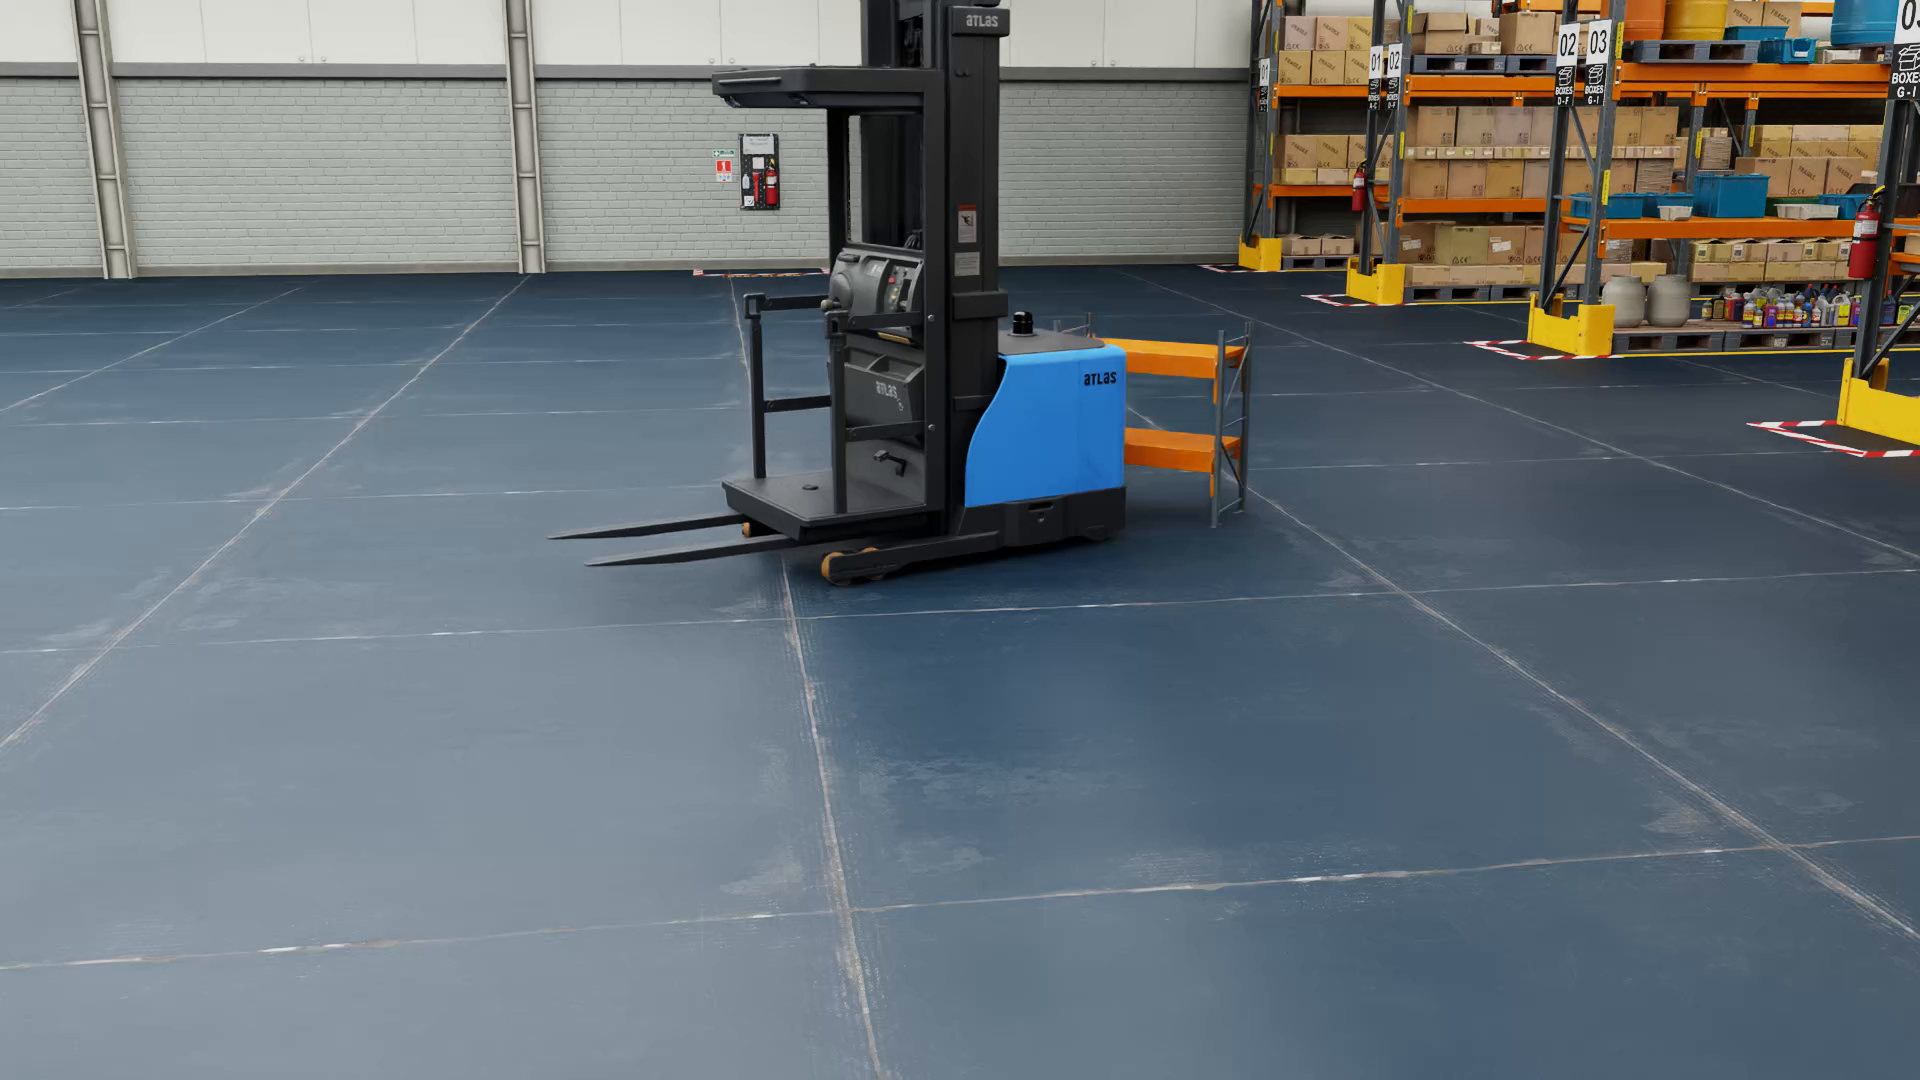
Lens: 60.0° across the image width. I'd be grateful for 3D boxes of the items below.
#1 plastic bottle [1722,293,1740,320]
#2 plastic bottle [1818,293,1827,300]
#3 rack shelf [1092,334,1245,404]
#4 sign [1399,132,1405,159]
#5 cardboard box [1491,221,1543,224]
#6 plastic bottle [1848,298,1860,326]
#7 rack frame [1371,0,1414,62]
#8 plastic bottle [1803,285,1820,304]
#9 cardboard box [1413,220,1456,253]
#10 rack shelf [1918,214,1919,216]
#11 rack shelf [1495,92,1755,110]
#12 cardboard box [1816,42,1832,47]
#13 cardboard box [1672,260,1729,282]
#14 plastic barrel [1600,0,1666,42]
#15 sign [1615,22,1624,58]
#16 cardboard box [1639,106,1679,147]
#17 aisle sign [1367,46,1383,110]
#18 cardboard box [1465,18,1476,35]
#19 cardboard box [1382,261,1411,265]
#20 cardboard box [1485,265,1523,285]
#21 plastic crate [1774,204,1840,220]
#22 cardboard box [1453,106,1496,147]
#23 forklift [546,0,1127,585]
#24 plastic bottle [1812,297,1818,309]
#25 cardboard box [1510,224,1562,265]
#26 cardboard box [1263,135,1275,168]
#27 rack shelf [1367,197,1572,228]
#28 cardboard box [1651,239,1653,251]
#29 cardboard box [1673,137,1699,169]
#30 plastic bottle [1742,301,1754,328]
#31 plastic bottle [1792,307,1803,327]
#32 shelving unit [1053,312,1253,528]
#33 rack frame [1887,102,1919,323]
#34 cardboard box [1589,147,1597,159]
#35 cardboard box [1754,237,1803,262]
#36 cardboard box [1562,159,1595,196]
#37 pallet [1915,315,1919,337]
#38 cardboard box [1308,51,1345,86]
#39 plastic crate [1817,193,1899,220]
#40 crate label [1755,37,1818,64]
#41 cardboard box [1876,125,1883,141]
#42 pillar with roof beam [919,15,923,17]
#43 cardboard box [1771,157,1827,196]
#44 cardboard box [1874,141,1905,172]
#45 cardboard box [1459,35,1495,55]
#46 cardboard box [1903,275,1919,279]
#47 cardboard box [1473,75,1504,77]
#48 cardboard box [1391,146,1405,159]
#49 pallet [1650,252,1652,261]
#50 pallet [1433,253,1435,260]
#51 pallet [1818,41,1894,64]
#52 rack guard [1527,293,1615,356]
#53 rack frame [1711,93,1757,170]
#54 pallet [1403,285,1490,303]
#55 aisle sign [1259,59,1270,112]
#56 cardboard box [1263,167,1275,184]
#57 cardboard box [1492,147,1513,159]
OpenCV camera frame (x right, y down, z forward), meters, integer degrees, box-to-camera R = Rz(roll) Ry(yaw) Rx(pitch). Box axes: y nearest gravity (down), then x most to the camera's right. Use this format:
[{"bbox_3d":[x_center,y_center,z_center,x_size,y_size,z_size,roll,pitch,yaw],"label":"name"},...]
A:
[{"bbox_3d":[8.181,-2.480,17.639,0.135,0.276,0.152,-2,14,-8],"label":"plastic bottle"},{"bbox_3d":[9.147,-2.485,17.667,0.097,0.271,0.097,0,14,0],"label":"plastic bottle"},{"bbox_3d":[1.122,-1.011,9.736,1.000,0.278,0.538,8,16,28],"label":"rack shelf"},{"bbox_3d":[5.520,-4.929,20.769,0.005,0.325,0.100,-2,14,-8],"label":"sign"},{"bbox_3d":[7.410,-3.987,22.202,0.500,0.500,0.500,-2,14,-8],"label":"cardboard box"},{"bbox_3d":[9.194,-2.339,17.060,0.133,0.283,0.061,-1,14,-5],"label":"plastic bottle"},{"bbox_3d":[5.443,-7.515,20.687,0.127,3.000,1.000,-2,14,-8],"label":"rack frame"},{"bbox_3d":[9.086,-2.550,17.766,0.185,0.351,0.144,-3,14,-11],"label":"plastic bottle"},{"bbox_3d":[7.636,-4.895,26.808,0.500,0.500,0.500,-3,14,-13],"label":"cardboard box"},{"bbox_3d":[12.110,-3.282,17.620,4.000,0.370,1.077,-2,14,-8],"label":"rack shelf"},{"bbox_3d":[10.634,-7.120,26.757,4.000,0.370,1.077,-2,14,-8],"label":"rack shelf"},{"bbox_3d":[11.298,-6.390,21.815,0.500,0.250,0.500,-3,14,-13],"label":"cardboard box"},{"bbox_3d":[9.834,-3.575,22.099,0.500,0.250,0.500,-2,14,-10],"label":"cardboard box"},{"bbox_3d":[6.639,-5.328,16.390,0.708,0.830,0.600,-2,14,-8],"label":"plastic barrel"},{"bbox_3d":[6.255,-4.740,15.771,0.005,0.325,0.100,-2,14,-8],"label":"sign"},{"bbox_3d":[8.960,-5.410,21.755,0.500,0.500,0.700,-2,14,-8],"label":"cardboard box"},{"bbox_3d":[5.334,-5.934,21.373,0.004,0.787,0.394,-2,14,-8],"label":"aisle sign"},{"bbox_3d":[7.658,-7.833,25.823,0.500,0.500,0.500,-1,14,-5],"label":"cardboard box"},{"bbox_3d":[5.929,-3.565,22.061,0.500,0.250,0.500,-2,14,-8],"label":"cardboard box"},{"bbox_3d":[6.995,-3.478,21.712,0.500,0.250,0.500,-2,14,-8],"label":"cardboard box"},{"bbox_3d":[8.564,-3.311,16.798,0.437,0.136,0.530,-2,14,-8],"label":"plastic crate"},{"bbox_3d":[6.478,-5.319,21.391,0.500,0.500,0.700,-2,14,-10],"label":"cardboard box"},{"bbox_3d":[-0.616,-1.341,8.544,3.031,2.935,1.130,-8,16,-29],"label":"forklift"},{"bbox_3d":[8.852,-2.363,17.159,0.133,0.283,0.061,-2,14,-8],"label":"plastic bottle"},{"bbox_3d":[7.490,-3.858,21.688,0.500,0.500,0.500,-2,14,-8],"label":"cardboard box"},{"bbox_3d":[5.136,-6.165,26.364,0.500,0.500,0.500,-2,14,-9],"label":"cardboard box"},{"bbox_3d":[7.420,-4.328,21.794,4.000,0.370,1.077,-2,14,-8],"label":"rack shelf"},{"bbox_3d":[11.381,-5.058,27.457,0.500,0.500,0.700,-2,14,-8],"label":"cardboard box"},{"bbox_3d":[11.600,-6.302,27.074,0.500,0.500,0.700,-3,14,-14],"label":"cardboard box"},{"bbox_3d":[8.016,-2.294,16.907,0.097,0.271,0.097,0,14,0],"label":"plastic bottle"},{"bbox_3d":[8.552,-2.280,16.994,0.097,0.201,0.097,0,14,0],"label":"plastic bottle"},{"bbox_3d":[1.122,-0.727,9.807,1.048,1.125,0.538,8,16,28],"label":"shelving unit"},{"bbox_3d":[10.132,-3.558,17.244,0.127,3.000,1.000,-2,14,-8],"label":"rack frame"},{"bbox_3d":[8.155,-5.015,21.514,0.250,0.149,0.380,-2,14,-9],"label":"cardboard box"},{"bbox_3d":[10.851,-3.883,22.174,0.500,0.311,0.500,-3,14,-10],"label":"cardboard box"},{"bbox_3d":[7.943,-4.743,21.762,0.500,0.500,0.700,-2,14,-7],"label":"cardboard box"},{"bbox_3d":[10.903,-2.243,17.734,1.213,0.211,1.003,-2,14,-8],"label":"pallet"},{"bbox_3d":[5.605,-7.272,25.640,0.500,0.500,0.500,-1,14,-5],"label":"cardboard box"},{"bbox_3d":[9.078,-3.381,16.841,0.616,0.251,0.499,-2,14,-8],"label":"plastic crate"},{"bbox_3d":[8.077,-4.784,16.272,0.408,0.251,0.502,-2,14,-8],"label":"crate label"},{"bbox_3d":[15.132,-6.684,27.309,0.500,0.250,0.500,-2,14,-7],"label":"cardboard box"},{"bbox_3d":[-0.027,-7.687,21.373,0.400,9.000,9.100,-2,14,-8],"label":"pillar with roof beam"},{"bbox_3d":[11.176,-4.859,22.227,0.500,0.500,0.500,-2,14,-8],"label":"cardboard box"},{"bbox_3d":[15.147,-6.319,27.395,0.500,0.500,0.500,-2,14,-8],"label":"cardboard box"},{"bbox_3d":[6.542,-6.364,21.422,0.500,0.250,0.500,-2,14,-8],"label":"cardboard box"},{"bbox_3d":[12.870,-3.687,22.547,0.500,0.250,0.500,-2,14,-7],"label":"cardboard box"},{"bbox_3d":[8.191,-7.377,26.056,0.500,0.500,0.500,-2,14,-7],"label":"cardboard box"},{"bbox_3d":[5.792,-5.028,21.564,0.250,0.149,0.380,-2,14,-9],"label":"cardboard box"},{"bbox_3d":[10.635,-4.662,27.378,1.213,0.211,1.003,-2,14,-8],"label":"pallet"},{"bbox_3d":[7.998,-4.556,26.954,1.213,0.211,1.003,-2,14,-8],"label":"pallet"},{"bbox_3d":[9.433,-4.872,16.704,1.003,0.211,1.213,-2,14,-8],"label":"pallet"},{"bbox_3d":[6.245,-2.215,17.026,0.348,0.500,1.175,-2,14,-8],"label":"rack guard"},{"bbox_3d":[12.612,-6.086,27.324,0.127,3.000,1.000,-2,14,-8],"label":"rack frame"},{"bbox_3d":[6.193,-3.290,21.907,1.213,0.211,1.003,-2,14,-8],"label":"pallet"},{"bbox_3d":[4.675,-6.982,25.553,0.004,0.787,0.394,-2,14,-8],"label":"aisle sign"},{"bbox_3d":[5.134,-5.797,26.437,0.500,0.250,0.500,-2,14,-7],"label":"cardboard box"},{"bbox_3d":[6.883,-4.968,21.327,0.250,0.149,0.380,-3,14,-10],"label":"cardboard box"}]
